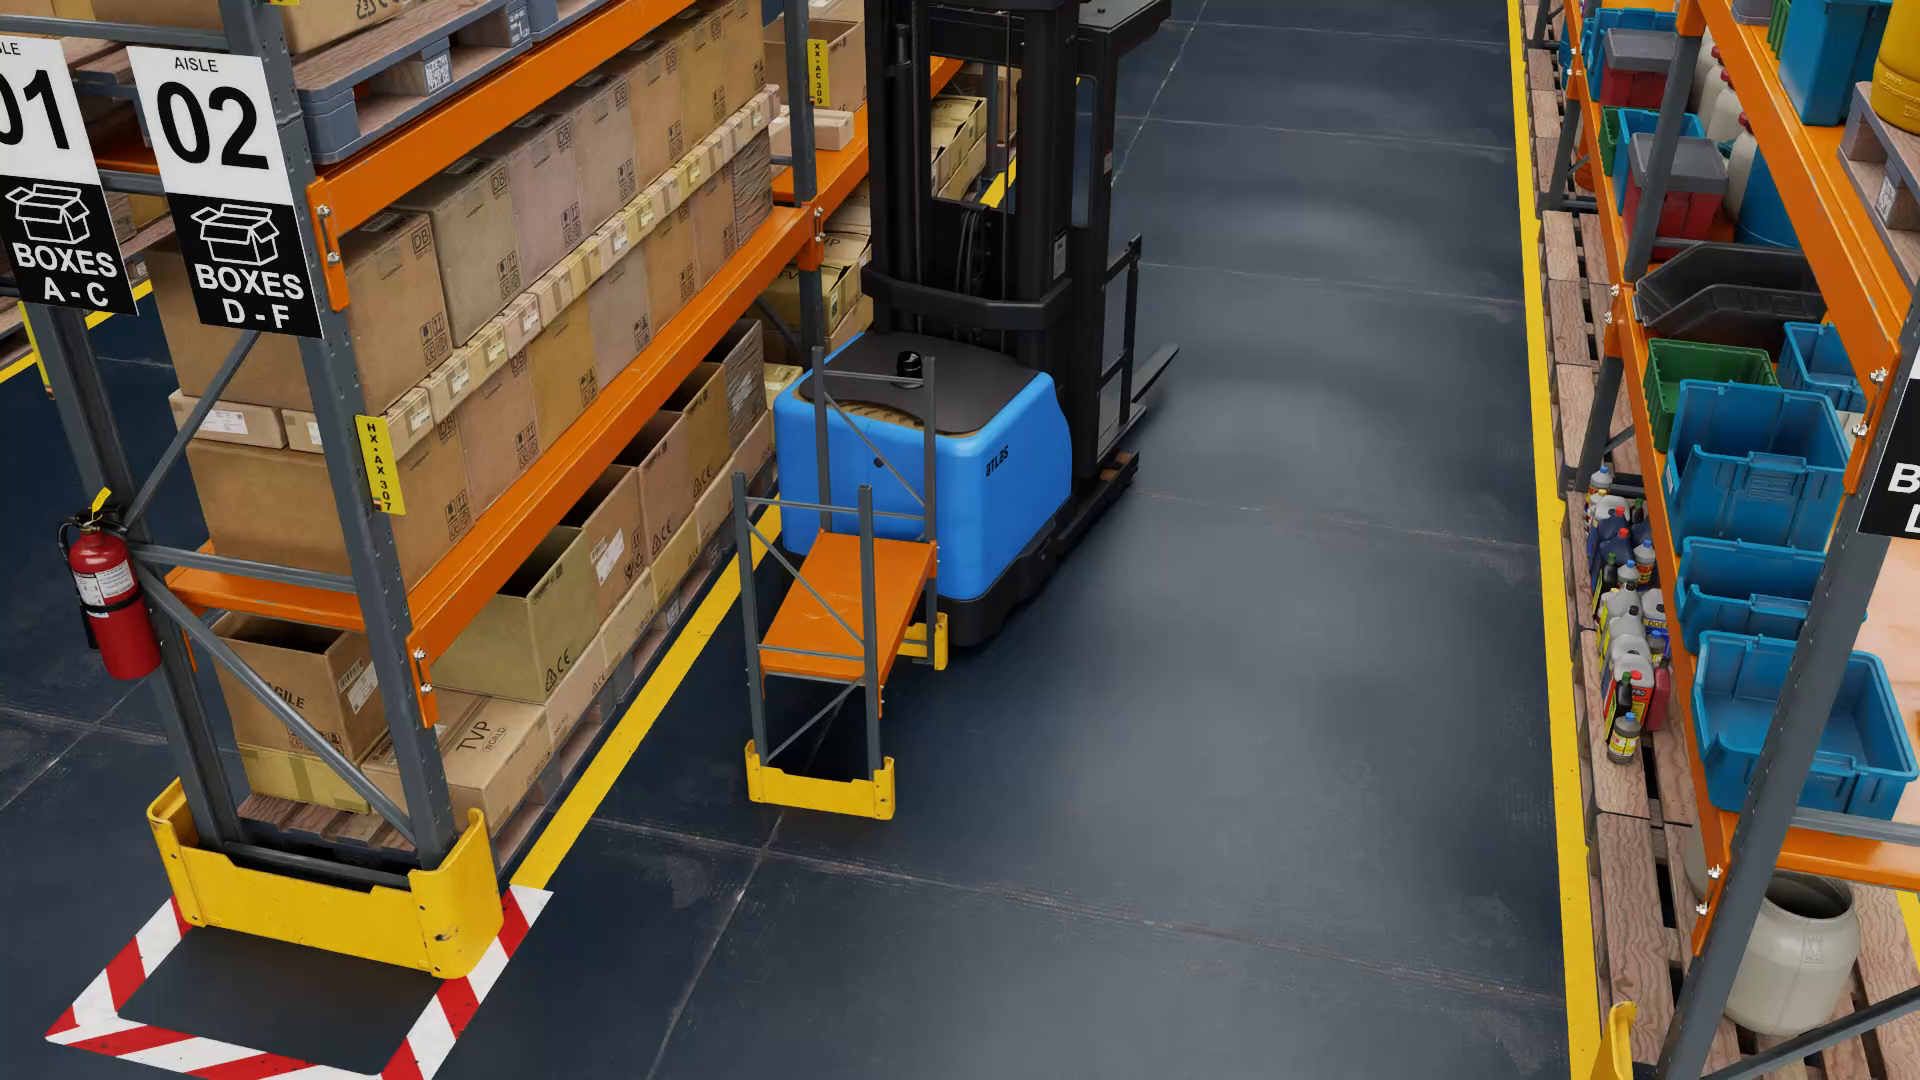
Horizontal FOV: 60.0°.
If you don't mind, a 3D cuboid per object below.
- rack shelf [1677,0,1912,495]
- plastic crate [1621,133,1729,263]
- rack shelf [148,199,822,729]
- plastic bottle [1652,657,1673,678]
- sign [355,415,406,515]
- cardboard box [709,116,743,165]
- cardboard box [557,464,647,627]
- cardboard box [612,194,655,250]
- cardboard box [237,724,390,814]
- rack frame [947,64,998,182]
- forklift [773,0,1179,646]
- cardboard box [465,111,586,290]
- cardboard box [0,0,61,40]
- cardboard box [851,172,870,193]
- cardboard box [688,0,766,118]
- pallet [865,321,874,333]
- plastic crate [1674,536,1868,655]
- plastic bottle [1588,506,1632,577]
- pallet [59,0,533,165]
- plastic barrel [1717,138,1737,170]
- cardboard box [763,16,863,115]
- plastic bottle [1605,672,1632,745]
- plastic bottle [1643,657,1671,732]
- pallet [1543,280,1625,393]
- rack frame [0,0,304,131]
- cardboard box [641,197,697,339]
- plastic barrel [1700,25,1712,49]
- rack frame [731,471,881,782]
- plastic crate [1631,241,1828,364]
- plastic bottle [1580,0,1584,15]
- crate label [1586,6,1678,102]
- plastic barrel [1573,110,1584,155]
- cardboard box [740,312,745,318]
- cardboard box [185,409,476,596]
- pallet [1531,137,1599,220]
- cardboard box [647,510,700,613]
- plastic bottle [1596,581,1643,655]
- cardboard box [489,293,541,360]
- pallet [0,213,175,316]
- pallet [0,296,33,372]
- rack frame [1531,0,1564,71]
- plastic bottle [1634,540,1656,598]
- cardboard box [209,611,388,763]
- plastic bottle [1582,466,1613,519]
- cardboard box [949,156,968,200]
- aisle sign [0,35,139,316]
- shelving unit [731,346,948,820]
[{"bbox_3d":[3.049,-1.224,5.253,1.077,0.370,4.000,8,33,12],"label":"rack shelf"},{"bbox_3d":[3.383,-1.619,7.941,0.402,0.464,0.583,8,33,12],"label":"plastic crate"},{"bbox_3d":[-1.742,-0.634,7.122,1.077,0.370,4.000,8,33,12],"label":"rack shelf"},{"bbox_3d":[2.834,0.567,6.760,0.097,0.201,0.097,0,32,0],"label":"plastic bottle"},{"bbox_3d":[-1.714,-0.220,4.919,0.100,0.325,0.005,8,33,12],"label":"sign"},{"bbox_3d":[-1.225,-1.857,7.677,0.380,0.149,0.250,7,33,11],"label":"cardboard box"},{"bbox_3d":[-1.658,-0.002,6.930,0.500,0.500,0.500,8,33,12],"label":"cardboard box"},{"bbox_3d":[-1.484,-1.324,6.839,0.380,0.149,0.250,9,34,14],"label":"cardboard box"},{"bbox_3d":[-2.399,0.765,6.422,0.500,0.250,0.500,8,33,12],"label":"cardboard box"},{"bbox_3d":[-0.219,-4.051,11.827,1.000,3.000,0.127,8,33,12],"label":"rack frame"},{"bbox_3d":[0.283,-1.537,7.935,1.130,2.935,3.031,15,35,22],"label":"forklift"},{"bbox_3d":[-1.850,-1.293,6.185,0.700,0.500,0.500,8,33,13],"label":"cardboard box"},{"bbox_3d":[-5.864,-3.135,9.883,0.700,0.500,0.500,8,33,13],"label":"cardboard box"},{"bbox_3d":[-0.499,-2.207,10.575,0.500,0.311,0.500,9,34,14],"label":"cardboard box"},{"bbox_3d":[-1.341,-2.334,7.823,0.700,0.500,0.500,8,33,13],"label":"cardboard box"},{"bbox_3d":[-1.085,-1.186,9.919,1.003,0.211,1.213,8,33,12],"label":"pallet"},{"bbox_3d":[2.549,0.203,5.274,0.499,0.251,0.408,8,33,12],"label":"plastic crate"},{"bbox_3d":[2.950,-0.005,7.520,0.144,0.351,0.185,9,34,14],"label":"plastic bottle"},{"bbox_3d":[-2.045,-1.492,5.087,1.003,0.211,1.213,8,33,12],"label":"pallet"},{"bbox_3d":[4.040,-1.907,8.582,0.301,0.262,0.301,0,32,0],"label":"plastic barrel"},{"bbox_3d":[-0.890,-2.687,9.588,0.500,0.500,0.500,10,34,16],"label":"cardboard box"},{"bbox_3d":[2.595,0.661,6.535,0.061,0.283,0.133,9,33,14],"label":"plastic bottle"},{"bbox_3d":[2.777,0.612,6.614,0.061,0.283,0.133,8,33,12],"label":"plastic bottle"},{"bbox_3d":[4.026,-1.170,9.894,1.003,0.211,1.213,8,33,12],"label":"pallet"},{"bbox_3d":[-2.249,-2.431,3.687,1.000,3.000,0.127,8,33,12],"label":"rack frame"},{"bbox_3d":[-1.599,-1.252,7.330,0.700,0.500,0.500,9,33,13],"label":"cardboard box"},{"bbox_3d":[4.517,-2.859,9.847,0.421,0.512,0.421,0,32,0],"label":"plastic barrel"},{"bbox_3d":[-0.553,0.424,6.185,0.500,1.500,0.032,6,33,10],"label":"rack frame"},{"bbox_3d":[3.300,-1.019,7.114,0.767,0.338,0.504,8,33,12],"label":"plastic crate"},{"bbox_3d":[4.367,-3.736,11.516,0.097,0.201,0.097,0,32,0],"label":"plastic bottle"},{"bbox_3d":[4.058,-2.911,10.000,0.502,0.435,0.616,8,33,12],"label":"crate label"},{"bbox_3d":[4.736,-3.064,12.201,0.421,0.512,0.421,0,32,0],"label":"plastic barrel"},{"bbox_3d":[-1.409,-1.478,9.428,0.500,0.311,0.500,8,33,12],"label":"cardboard box"},{"bbox_3d":[-2.118,-0.182,5.648,0.700,0.500,0.500,8,33,12],"label":"cardboard box"},{"bbox_3d":[4.731,-2.613,12.163,1.003,0.211,1.213,8,33,12],"label":"pallet"},{"bbox_3d":[-1.516,0.057,7.535,0.500,0.250,0.500,8,33,12],"label":"cardboard box"},{"bbox_3d":[2.794,0.314,7.019,0.144,0.351,0.185,8,33,12],"label":"plastic bottle"},{"bbox_3d":[-1.746,-0.787,5.995,0.380,0.149,0.250,8,33,12],"label":"cardboard box"},{"bbox_3d":[-5.830,-1.875,11.003,1.003,0.211,1.213,8,33,12],"label":"pallet"},{"bbox_3d":[-6.163,-1.118,9.812,1.003,0.211,1.213,8,33,12],"label":"pallet"},{"bbox_3d":[5.586,-5.451,14.028,1.000,3.000,0.127,8,33,12],"label":"rack frame"},{"bbox_3d":[3.030,0.121,7.397,0.097,0.271,0.097,0,32,0],"label":"plastic bottle"},{"bbox_3d":[-2.401,0.448,6.222,0.500,0.500,0.500,8,33,12],"label":"cardboard box"},{"bbox_3d":[3.051,-0.228,7.945,0.097,0.271,0.097,0,32,0],"label":"plastic bottle"},{"bbox_3d":[-0.244,-2.494,11.548,0.500,0.250,0.500,8,33,12],"label":"cardboard box"},{"bbox_3d":[-2.550,-1.003,4.608,0.394,0.787,0.004,8,33,12],"label":"aisle sign"},{"bbox_3d":[-0.448,0.152,6.613,0.587,1.500,1.083,6,33,10],"label":"shelving unit"}]
